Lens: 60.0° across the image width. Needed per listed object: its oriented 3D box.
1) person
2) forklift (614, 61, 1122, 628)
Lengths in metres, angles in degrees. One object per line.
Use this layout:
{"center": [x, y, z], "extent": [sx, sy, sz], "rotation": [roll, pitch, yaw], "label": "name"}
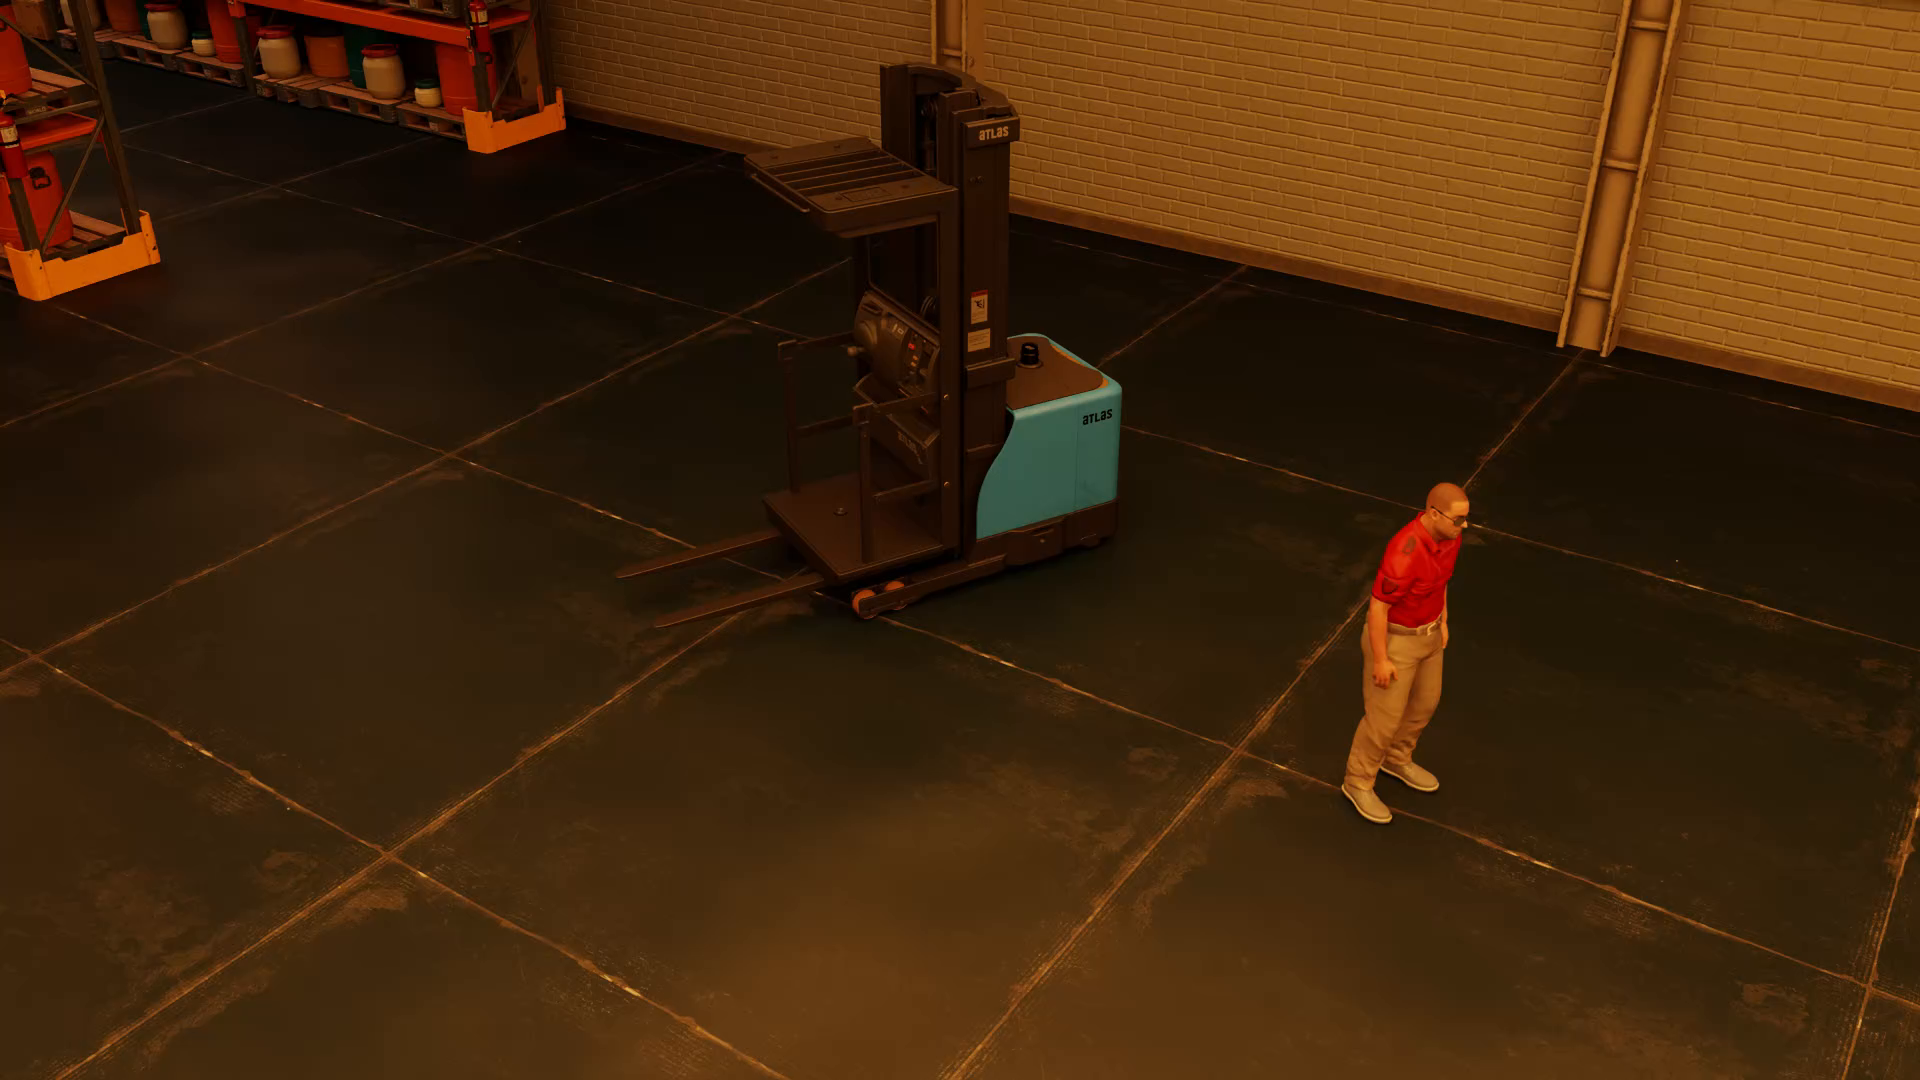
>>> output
{"center": [2.147, 0.491, 7.935], "extent": [0.598, 1.725, 0.399], "rotation": [-25, 38, -36], "label": "person"}
{"center": [-0.545, -1.111, 9.495], "extent": [3.031, 2.935, 1.130], "rotation": [-16, 34, -25], "label": "forklift"}
